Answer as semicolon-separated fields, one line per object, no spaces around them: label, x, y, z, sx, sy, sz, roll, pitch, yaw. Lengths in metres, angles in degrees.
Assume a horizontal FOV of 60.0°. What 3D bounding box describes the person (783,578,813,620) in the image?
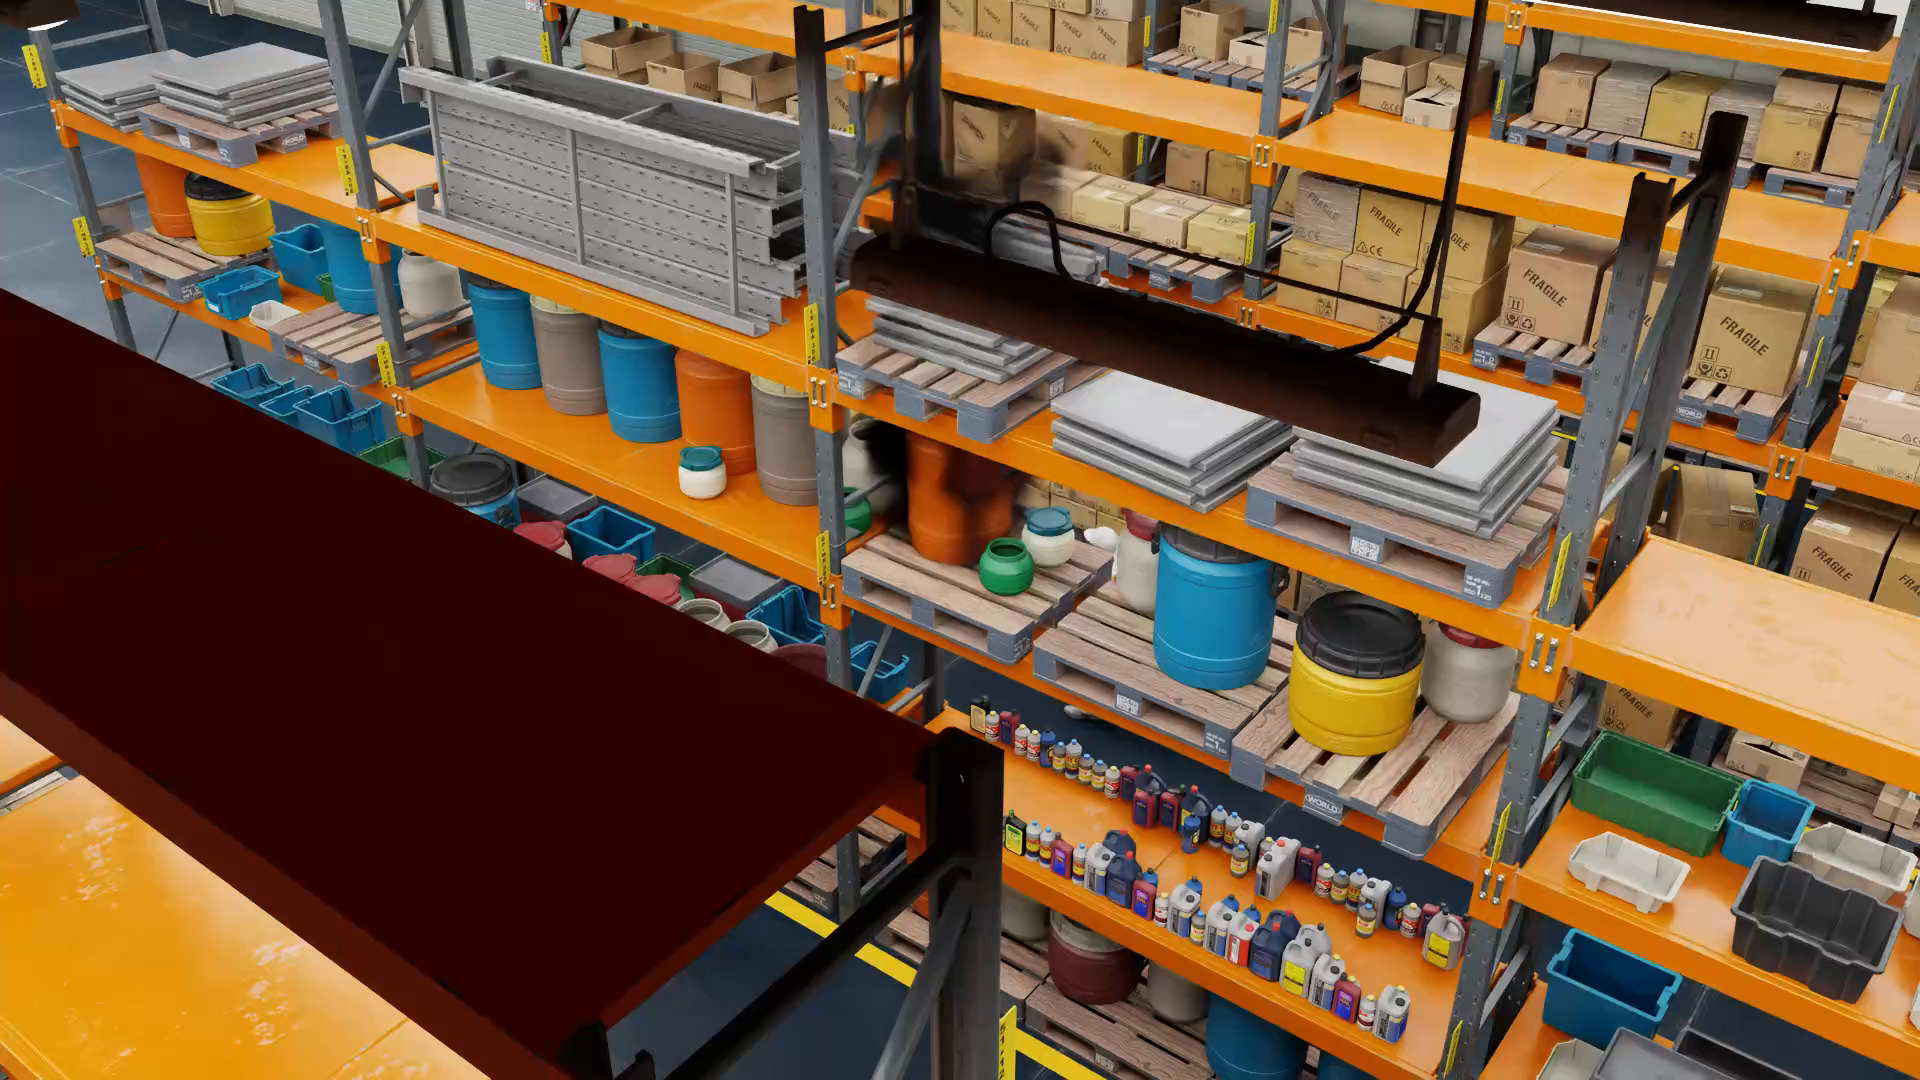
person;-1.395;0.343;13.182;0.746;1.695;0.583;22;38;32

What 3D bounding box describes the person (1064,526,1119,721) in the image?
person;1.097;0.659;12.540;0.593;1.745;0.692;15;35;24
